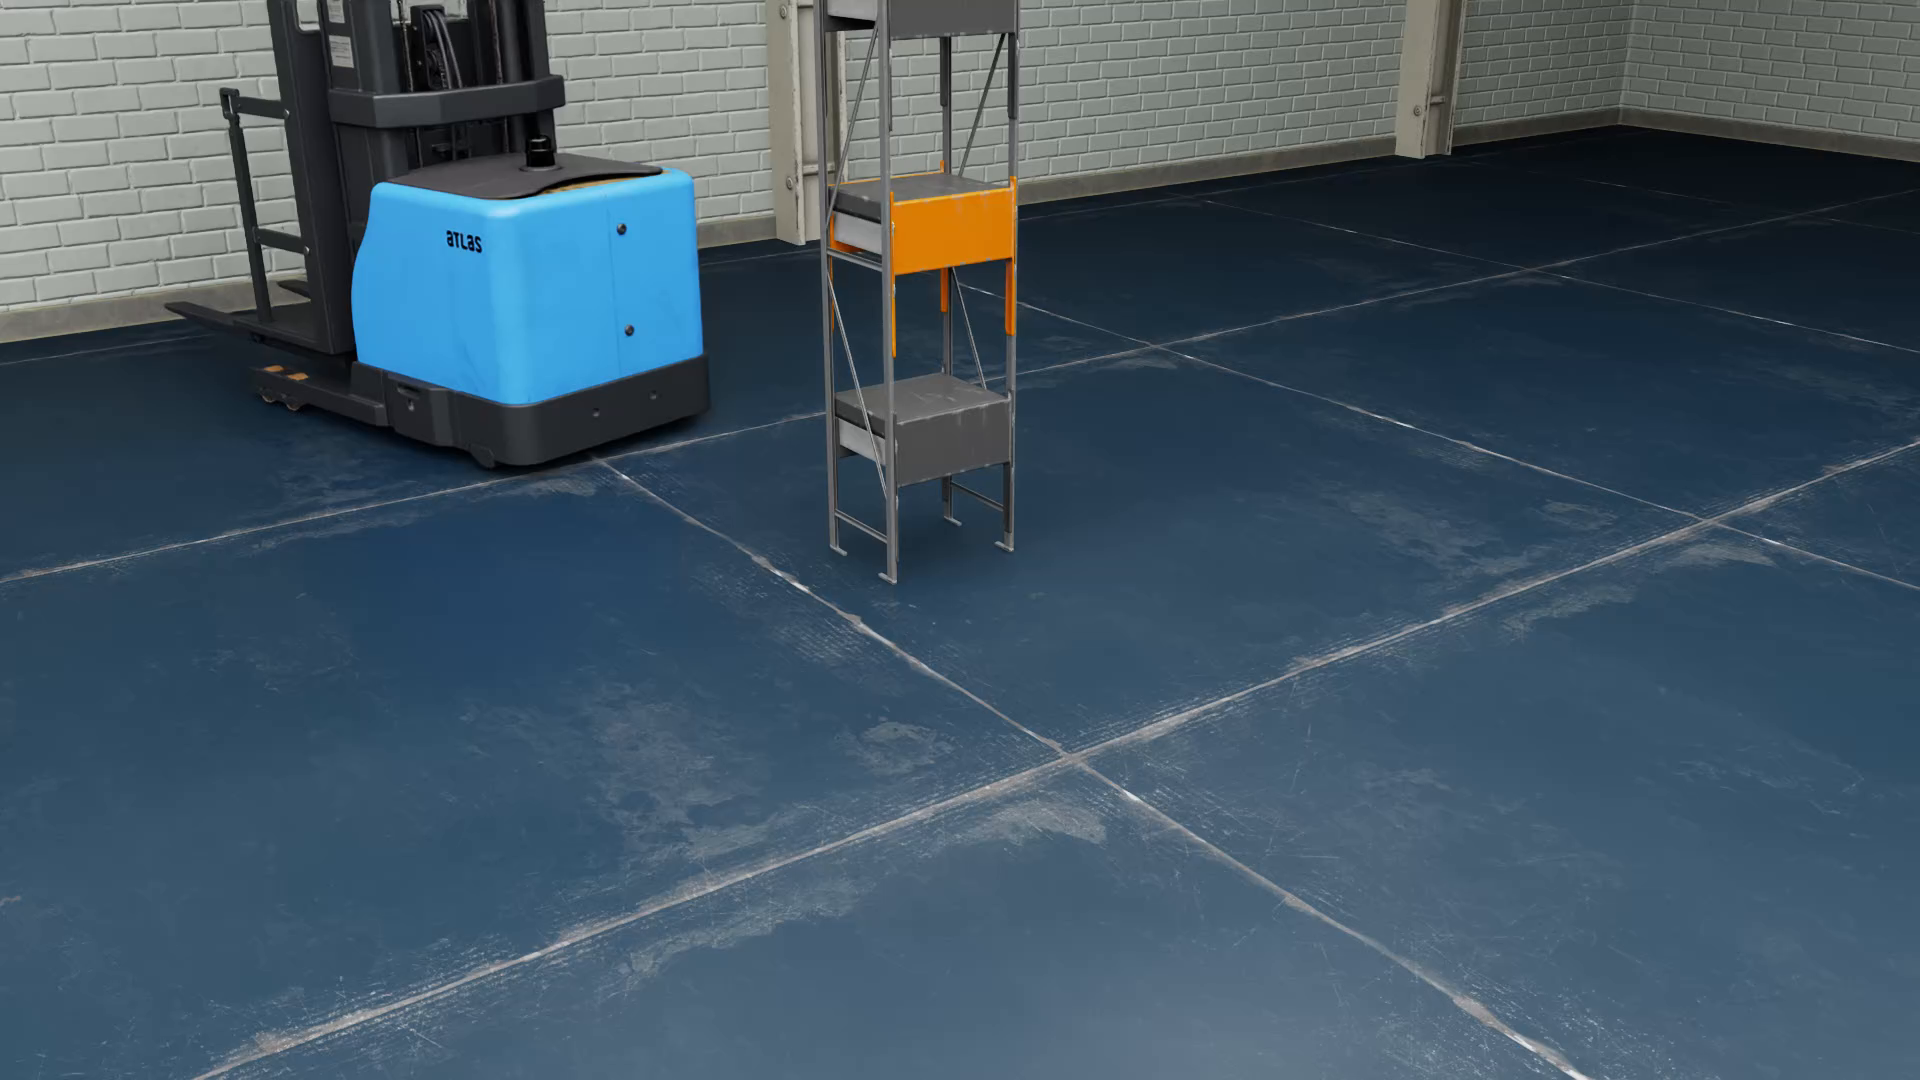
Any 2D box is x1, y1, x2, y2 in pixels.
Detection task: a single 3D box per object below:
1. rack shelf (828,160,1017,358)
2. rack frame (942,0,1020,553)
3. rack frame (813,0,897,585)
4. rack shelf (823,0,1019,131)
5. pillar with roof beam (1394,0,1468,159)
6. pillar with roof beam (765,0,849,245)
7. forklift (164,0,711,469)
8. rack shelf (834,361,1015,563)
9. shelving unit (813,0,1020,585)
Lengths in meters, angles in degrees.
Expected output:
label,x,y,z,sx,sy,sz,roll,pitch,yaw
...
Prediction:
label,x,y,z,sx,sy,sz,roll,pitch,yaw
rack shelf,-0.134,-0.927,5.423,0.480,0.518,0.431,-15,26,-33
rack frame,0.064,-0.992,5.550,0.015,2.100,0.400,-15,26,-33
rack frame,-0.332,-0.887,5.285,0.015,2.100,0.400,-15,26,-33
rack shelf,-0.134,-1.577,5.163,0.480,0.518,0.431,-15,26,-33
pillar with roof beam,6.424,-6.152,9.173,0.400,9.000,9.100,-15,26,-33
pillar with roof beam,1.554,-4.854,5.918,0.400,9.000,9.100,-15,26,-33
forklift,-2.540,-2.066,7.118,3.031,2.935,1.130,16,27,35
rack shelf,-0.134,-0.277,5.682,0.480,0.518,0.431,-15,26,-33
shelving unit,-0.134,-0.939,5.417,0.503,2.100,0.431,-15,26,-33
